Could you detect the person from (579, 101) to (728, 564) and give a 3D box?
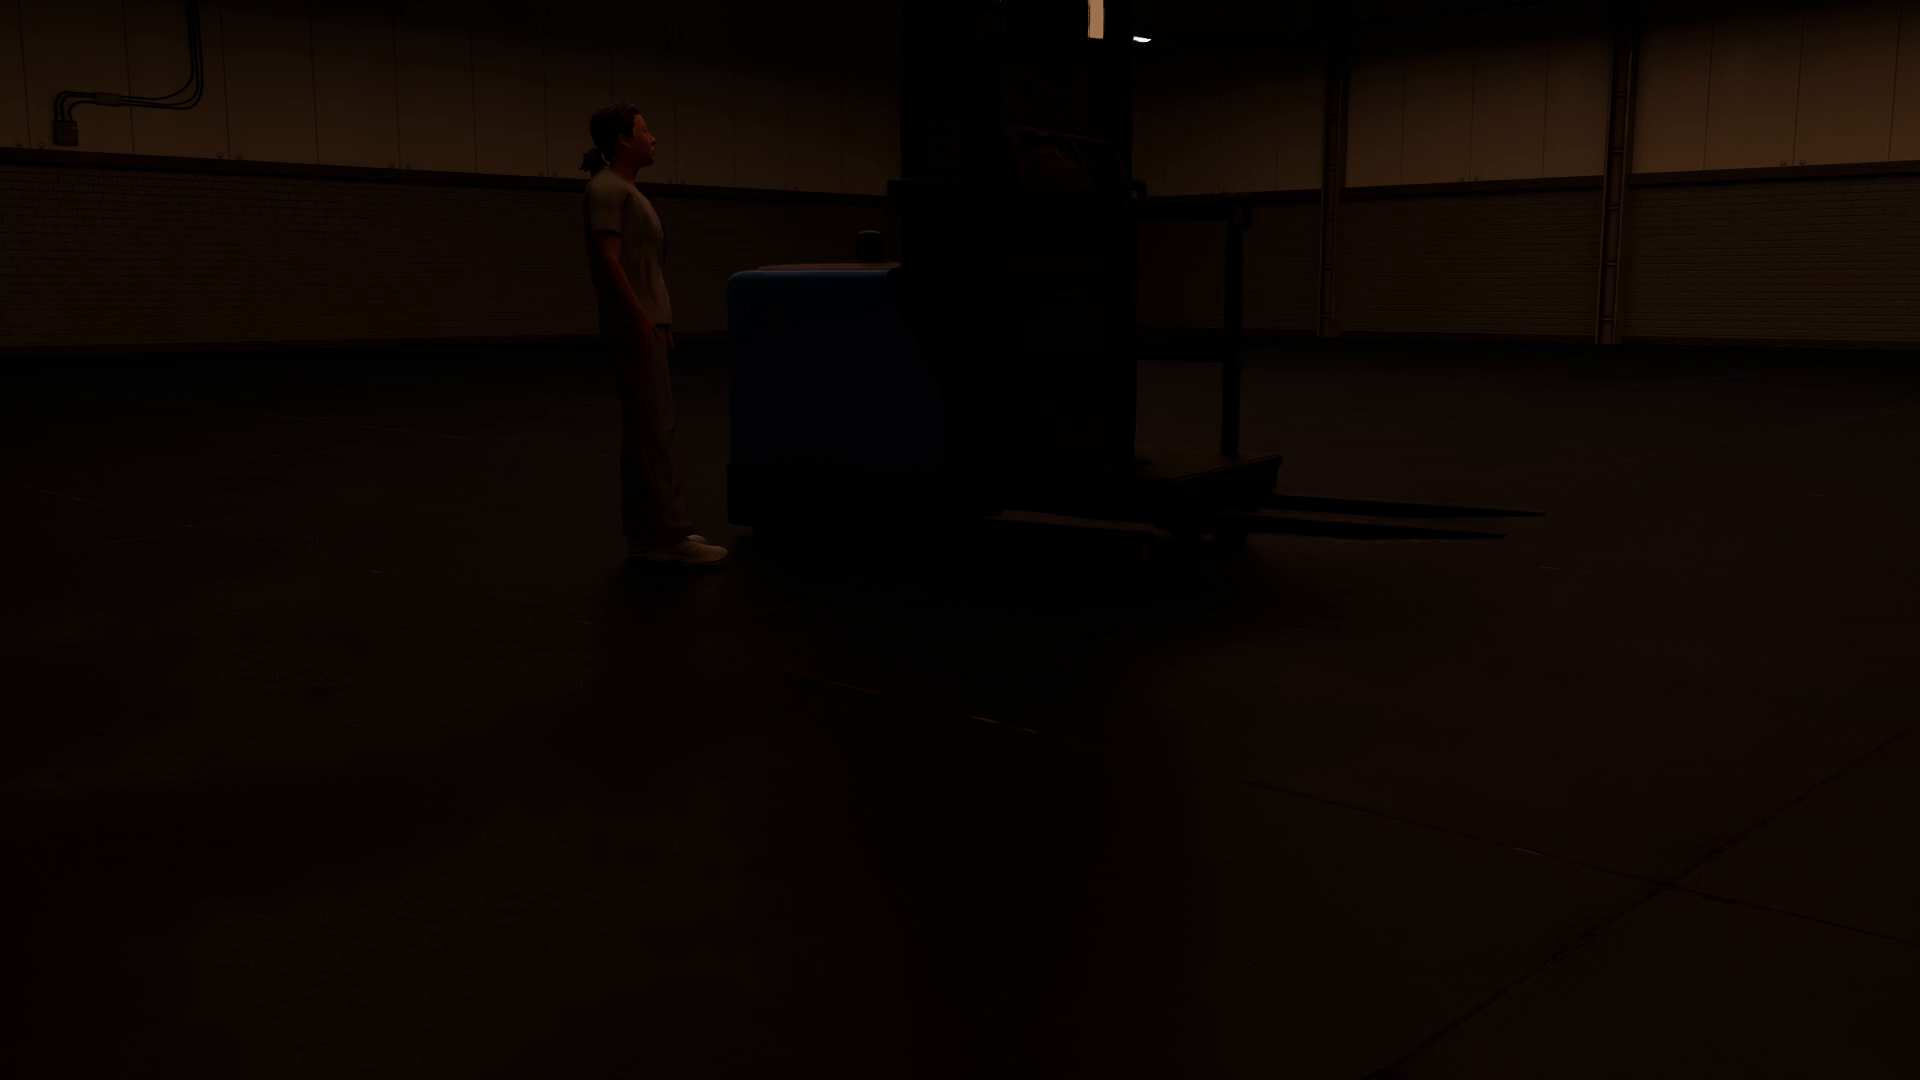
[{"bbox_3d":[-1.128,-0.773,6.174,0.548,1.673,0.549,0,9,-2],"label":"person"}]

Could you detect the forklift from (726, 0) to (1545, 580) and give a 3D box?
[{"bbox_3d":[0.593,-1.399,6.163,3.031,2.935,1.130,5,10,30],"label":"forklift"}]
